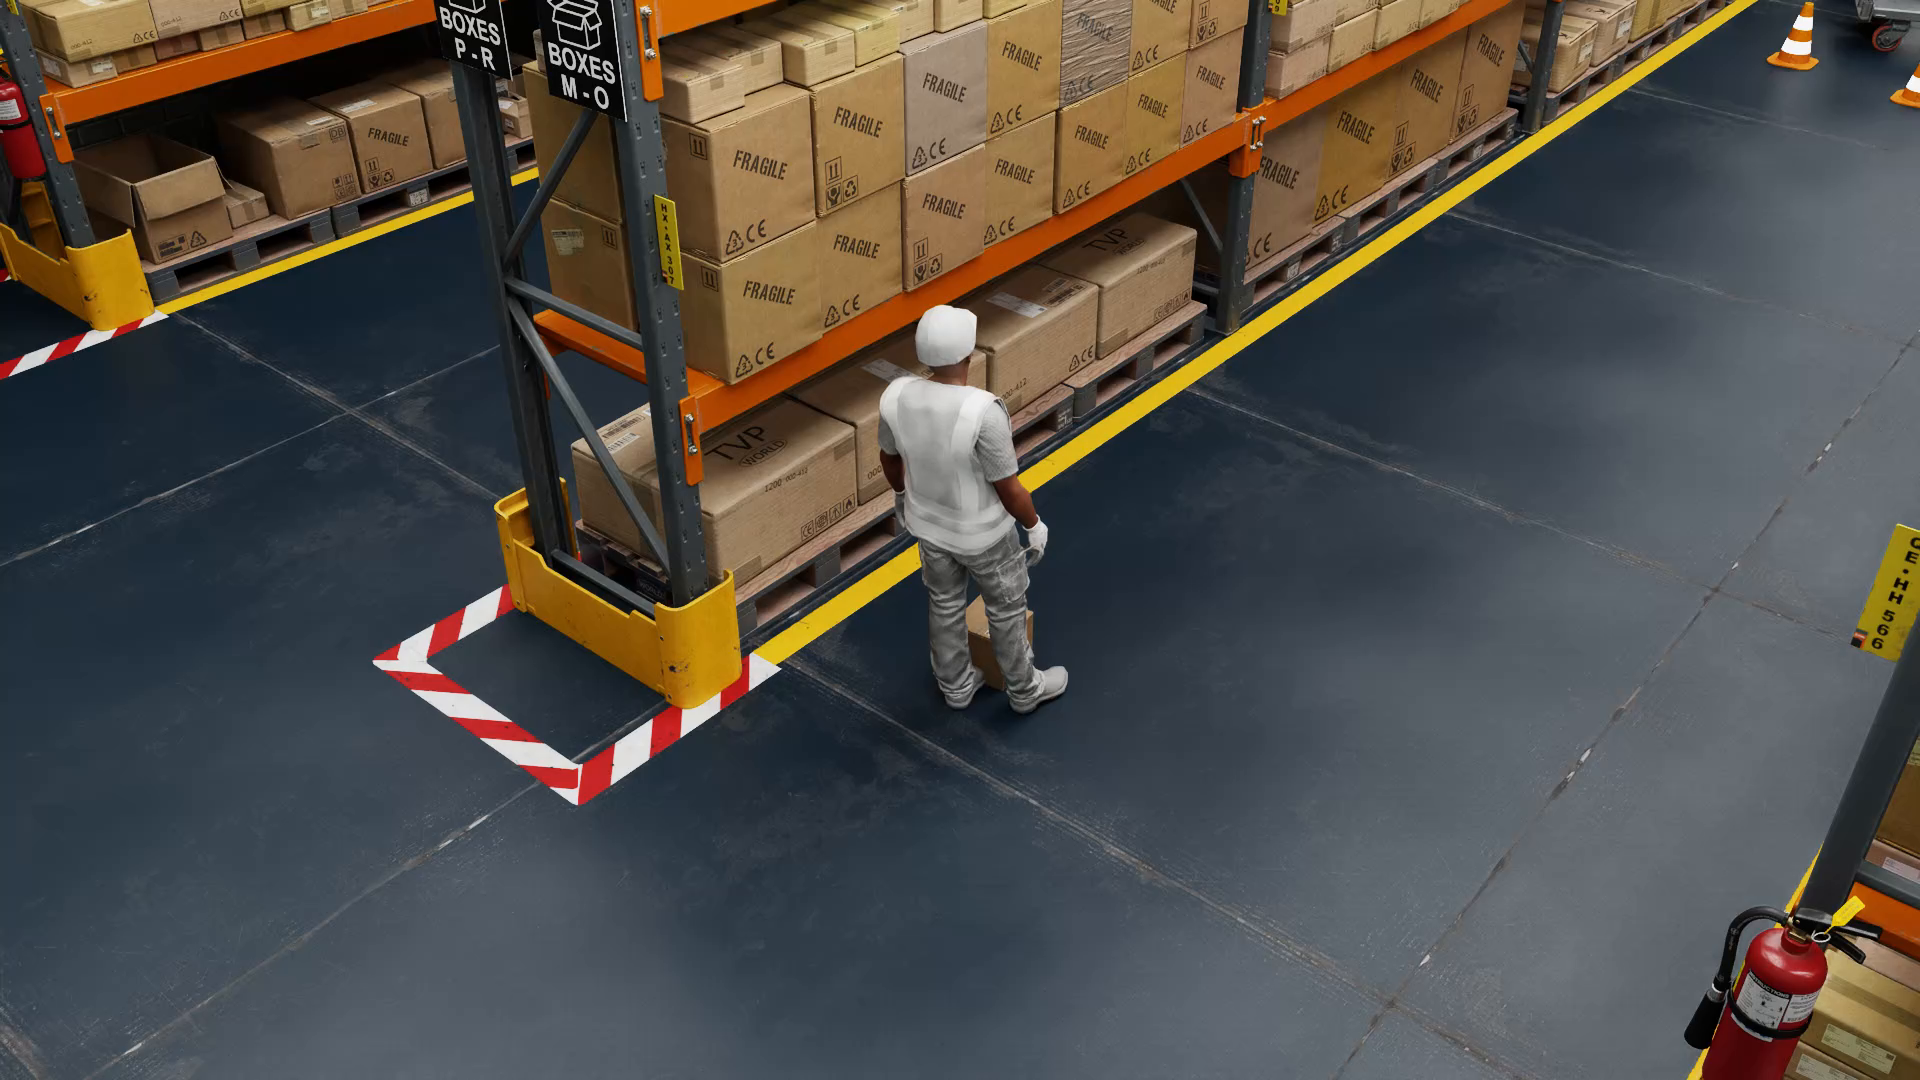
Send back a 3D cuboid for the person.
[{"bbox_3d":[0.052,-0.110,6.270,0.656,1.781,0.577,20,39,26],"label":"person"}]
